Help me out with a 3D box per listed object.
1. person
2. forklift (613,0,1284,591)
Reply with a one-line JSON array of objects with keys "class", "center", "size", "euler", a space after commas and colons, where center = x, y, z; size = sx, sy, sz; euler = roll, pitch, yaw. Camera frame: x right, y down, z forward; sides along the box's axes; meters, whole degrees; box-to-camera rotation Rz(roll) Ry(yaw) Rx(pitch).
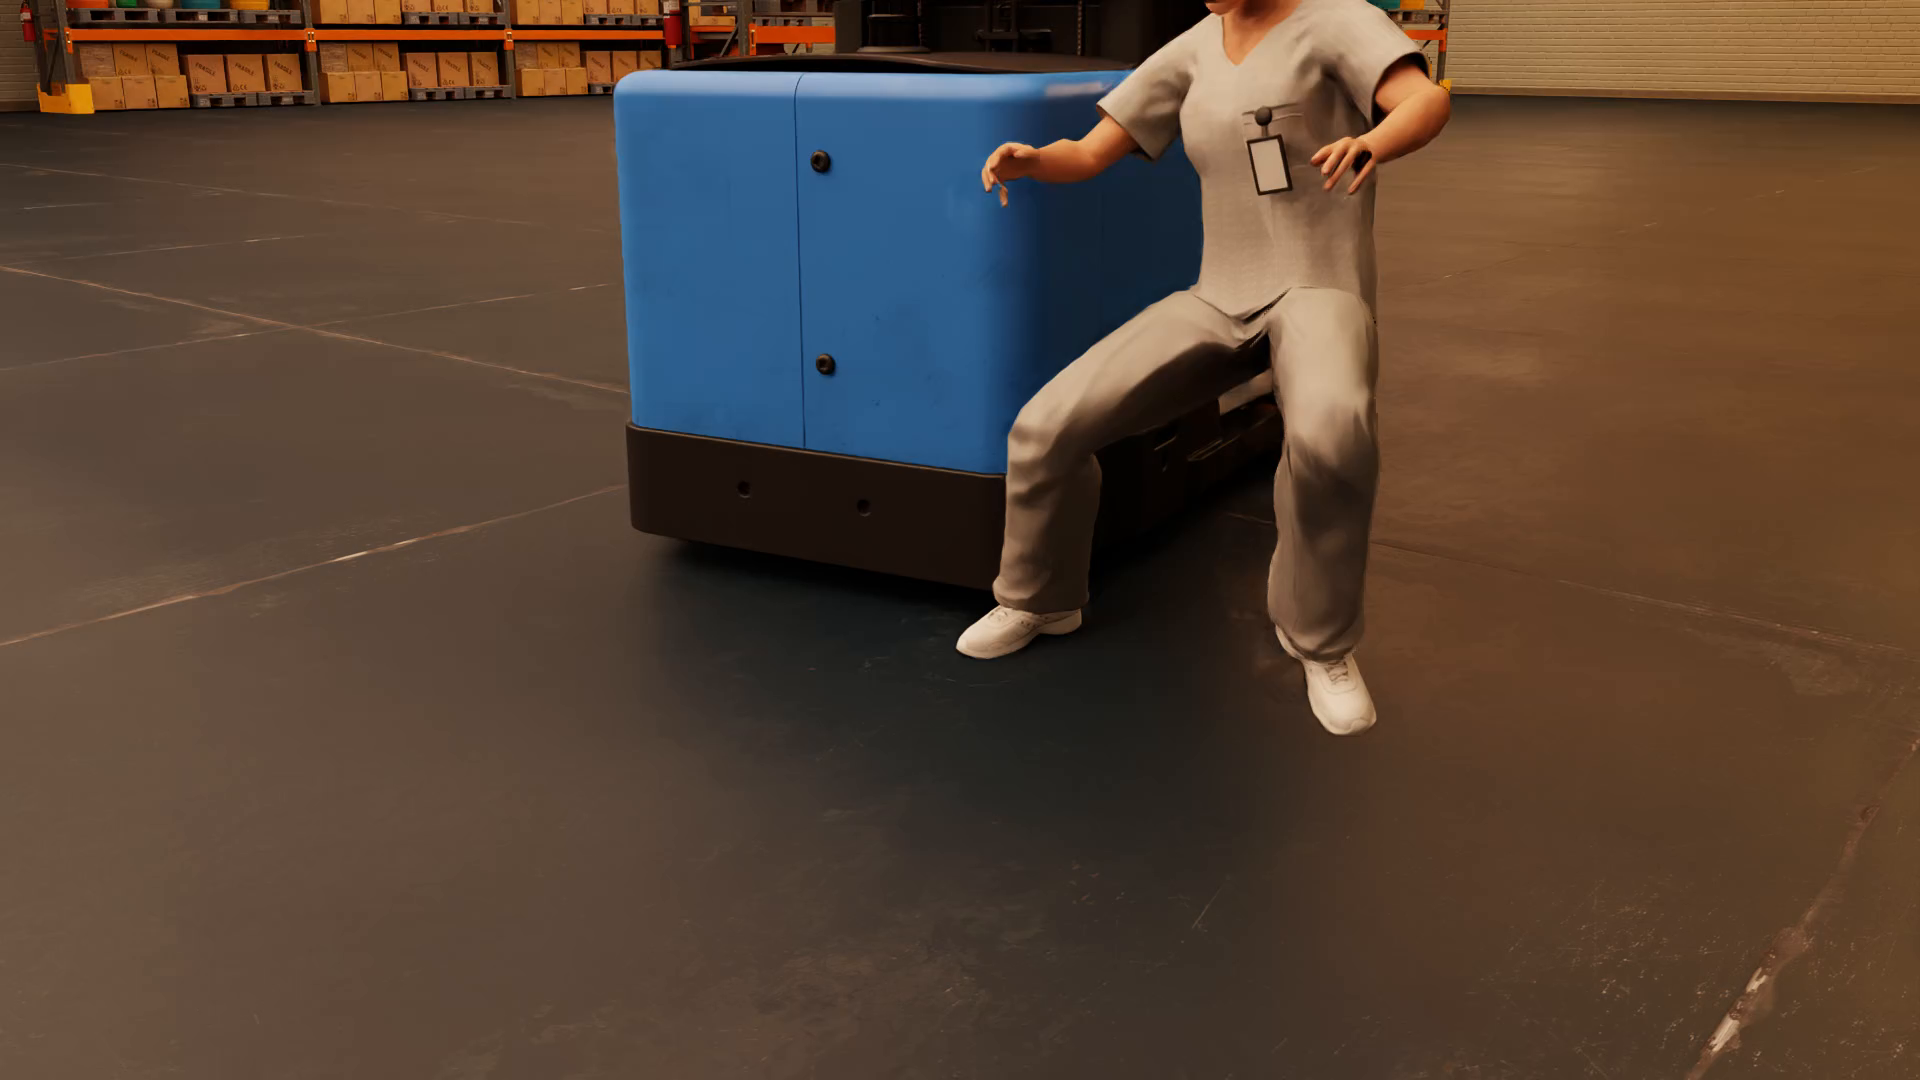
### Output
[{"class": "person", "center": [0.395, -0.414, 2.818], "size": [0.699, 1.461, 0.902], "euler": [-14, 22, -39]}, {"class": "forklift", "center": [0.387, -1.678, 4.422], "size": [1.130, 2.935, 3.031], "euler": [9, 19, 27]}]
